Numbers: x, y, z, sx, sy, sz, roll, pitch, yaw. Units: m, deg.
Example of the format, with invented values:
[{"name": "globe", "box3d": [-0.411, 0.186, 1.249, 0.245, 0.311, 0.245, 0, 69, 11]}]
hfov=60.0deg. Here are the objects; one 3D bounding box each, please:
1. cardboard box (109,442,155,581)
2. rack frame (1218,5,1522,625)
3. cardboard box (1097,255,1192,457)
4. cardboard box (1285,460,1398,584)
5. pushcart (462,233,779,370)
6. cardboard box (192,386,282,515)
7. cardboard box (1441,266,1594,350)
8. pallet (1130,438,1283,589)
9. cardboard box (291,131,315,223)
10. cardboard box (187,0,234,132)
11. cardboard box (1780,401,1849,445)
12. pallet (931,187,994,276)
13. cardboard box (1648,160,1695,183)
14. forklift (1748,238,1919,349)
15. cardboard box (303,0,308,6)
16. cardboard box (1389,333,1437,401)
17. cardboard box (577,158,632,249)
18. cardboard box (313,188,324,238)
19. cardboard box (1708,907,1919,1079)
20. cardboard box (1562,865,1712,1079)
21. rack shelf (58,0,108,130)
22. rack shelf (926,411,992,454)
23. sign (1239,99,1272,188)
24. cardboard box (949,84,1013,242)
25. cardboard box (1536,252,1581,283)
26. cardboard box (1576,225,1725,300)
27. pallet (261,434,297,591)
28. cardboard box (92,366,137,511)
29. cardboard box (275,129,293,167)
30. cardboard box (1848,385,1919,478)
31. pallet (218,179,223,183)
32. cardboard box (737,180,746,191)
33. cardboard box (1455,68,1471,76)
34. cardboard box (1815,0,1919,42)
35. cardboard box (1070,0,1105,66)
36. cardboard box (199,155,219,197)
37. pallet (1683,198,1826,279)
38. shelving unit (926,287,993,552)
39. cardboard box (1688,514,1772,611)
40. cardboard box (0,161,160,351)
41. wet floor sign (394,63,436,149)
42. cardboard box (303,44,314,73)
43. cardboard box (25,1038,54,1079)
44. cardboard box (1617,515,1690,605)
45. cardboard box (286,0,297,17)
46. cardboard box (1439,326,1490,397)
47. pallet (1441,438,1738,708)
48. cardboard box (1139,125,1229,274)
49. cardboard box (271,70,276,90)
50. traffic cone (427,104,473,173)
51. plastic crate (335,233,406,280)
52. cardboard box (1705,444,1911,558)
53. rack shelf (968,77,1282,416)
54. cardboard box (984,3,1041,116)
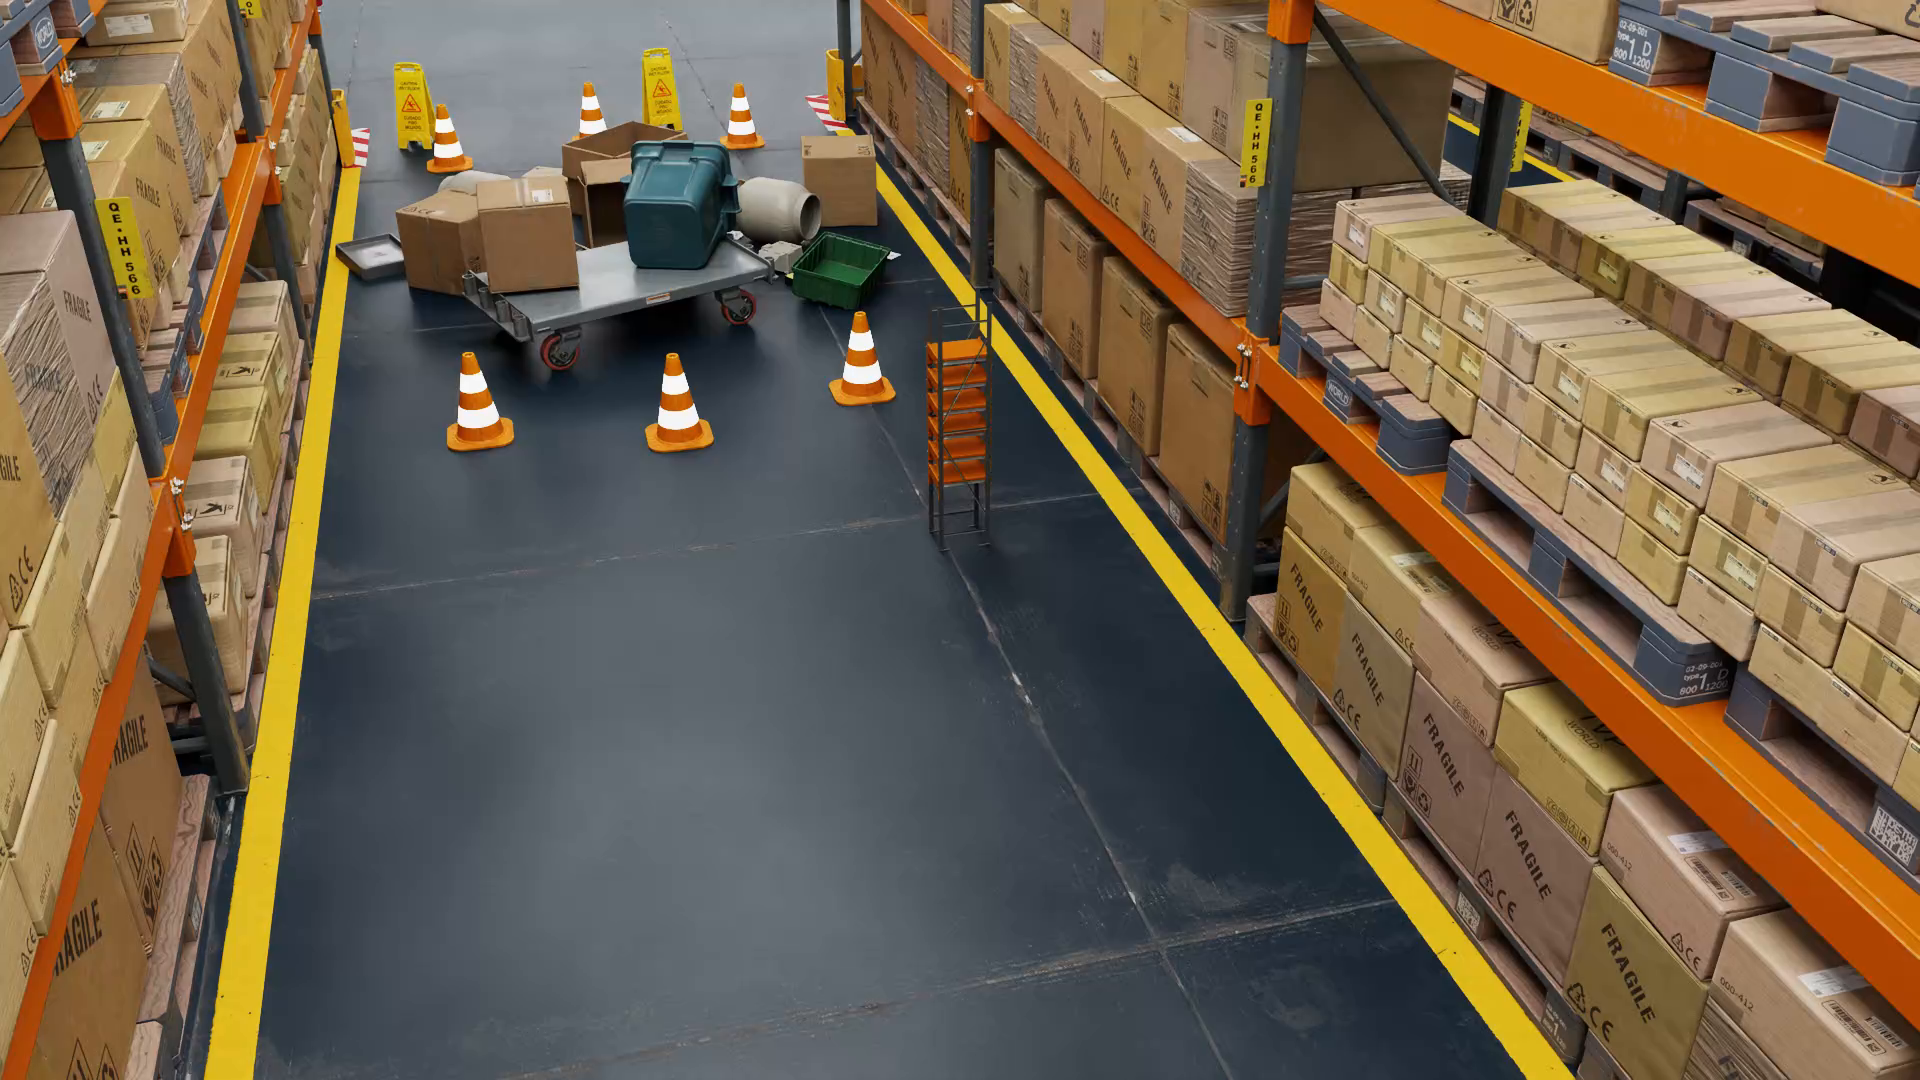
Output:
[{"name": "cardboard box", "box3d": [-2.739, -0.051, 4.993, 0.500, 0.250, 0.500, -9, 31, -15]}, {"name": "rack frame", "box3d": [1.622, -1.033, 6.540, 1.000, 3.000, 0.127, -8, 31, -13]}, {"name": "cardboard box", "box3d": [1.312, -0.969, 8.255, 1.050, 0.750, 0.750, -7, 31, -13]}, {"name": "cardboard box", "box3d": [1.572, -0.092, 6.242, 0.500, 0.250, 0.500, -9, 31, -16]}, {"name": "pushcart", "box3d": [-2.000, -1.450, 9.878, 1.648, 0.377, 0.936, -20, 35, -30]}, {"name": "cardboard box", "box3d": [-3.663, -0.367, 7.593, 0.950, 0.372, 0.625, -7, 31, -12]}, {"name": "cardboard box", "box3d": [1.763, -0.738, 5.268, 0.380, 0.149, 0.250, -9, 31, -15]}, {"name": "pallet", "box3d": [1.486, -0.216, 7.913, 1.003, 0.211, 1.213, -8, 31, -13]}, {"name": "cardboard box", "box3d": [-4.235, -2.152, 10.050, 0.500, 0.500, 0.500, -7, 31, -11]}, {"name": "cardboard box", "box3d": [-3.709, -2.179, 7.705, 0.500, 0.500, 0.500, -8, 31, -13]}, {"name": "cardboard box", "box3d": [2.606, -0.309, 4.824, 0.380, 0.149, 0.250, -8, 31, -14]}, {"name": "pallet", "box3d": [0.434, -2.135, 11.228, 1.003, 0.211, 1.213, -8, 31, -13]}, {"name": "cardboard box", "box3d": [5.302, -2.874, 11.796, 0.500, 0.500, 0.500, -9, 31, -15]}, {"name": "forklift", "box3d": [4.055, -1.303, 7.076, 1.130, 2.935, 3.031, -5, 30, -8]}, {"name": "cardboard box", "box3d": [-4.767, -3.821, 11.608, 0.380, 0.149, 0.250, -8, 31, -14]}, {"name": "cardboard box", "box3d": [1.689, -0.603, 5.629, 0.380, 0.149, 0.250, -6, 31, -11]}, {"name": "cardboard box", "box3d": [-2.084, -2.205, 10.922, 0.797, 0.637, 0.503, -8, 31, -13]}, {"name": "cardboard box", "box3d": [-4.377, -2.082, 10.679, 0.500, 0.250, 0.500, -8, 31, -14]}, {"name": "cardboard box", "box3d": [2.242, 1.149, 4.098, 0.500, 0.250, 0.500, -9, 31, -15]}, {"name": "cardboard box", "box3d": [2.109, 1.228, 4.711, 0.500, 0.500, 0.500, -9, 31, -14]}, {"name": "rack shelf", "box3d": [-3.654, -2.278, 6.416, 1.077, 0.370, 4.000, -8, 31, -13]}, {"name": "rack shelf", "box3d": [-0.004, -0.488, 7.484, 0.258, 0.103, 0.180, -8, 31, -13]}, {"name": "sign", "box3d": [1.088, -1.458, 6.119, 0.100, 0.325, 0.005, -8, 31, -13]}, {"name": "cardboard box", "box3d": [0.461, -2.540, 10.845, 0.875, 0.875, 0.875, -7, 31, -13]}, {"name": "cardboard box", "box3d": [2.265, -0.928, 5.893, 0.380, 0.149, 0.250, -7, 31, -11]}, {"name": "cardboard box", "box3d": [2.328, -0.939, 5.616, 0.380, 0.149, 0.250, -7, 31, -12]}, {"name": "pallet", "box3d": [-3.650, -0.084, 7.685, 1.003, 0.211, 1.213, -8, 31, -13]}, {"name": "cardboard box", "box3d": [-2.750, -0.277, 4.885, 0.500, 0.250, 0.500, -8, 31, -13]}, {"name": "cardboard box", "box3d": [-4.057, -2.244, 9.562, 0.380, 0.149, 0.250, -7, 31, -13]}, {"name": "cardboard box", "box3d": [2.679, -0.307, 4.524, 0.380, 0.149, 0.250, -7, 31, -11]}, {"name": "pallet", "box3d": [-4.123, -1.786, 8.033, 1.003, 0.211, 1.213, -8, 31, -13]}, {"name": "cardboard box", "box3d": [-1.672, -2.366, 11.573, 0.396, 0.266, 0.258, -3, 30, -5]}, {"name": "cardboard box", "box3d": [4.457, -4.303, 14.266, 0.500, 0.500, 0.500, -2, 30, -4]}, {"name": "cardboard box", "box3d": [2.400, -1.389, 3.639, 0.797, 0.503, 0.637, -8, 31, -14]}, {"name": "cardboard box", "box3d": [0.970, -2.709, 8.338, 0.700, 0.500, 0.500, -8, 31, -13]}, {"name": "cardboard box", "box3d": [-3.526, -1.624, 7.393, 0.380, 0.149, 0.250, -8, 31, -13]}, {"name": "pallet", "box3d": [5.577, -1.992, 10.982, 1.003, 0.211, 1.213, -8, 31, -13]}, {"name": "shelving unit", "box3d": [-0.004, -0.526, 7.462, 0.258, 1.200, 0.189, -8, 31, -13]}, {"name": "cardboard box", "box3d": [2.109, 0.027, 4.244, 0.380, 0.149, 0.250, -9, 31, -16]}, {"name": "cardboard box", "box3d": [-3.020, -0.927, 5.542, 0.500, 0.500, 0.500, -9, 31, -15]}, {"name": "wet floor sign", "box3d": [-4.266, -3.404, 12.988, 0.267, 0.644, 0.232, 2, 30, 4]}, {"name": "cardboard box", "box3d": [-4.621, -3.266, 11.327, 0.380, 0.149, 0.250, -7, 31, -12]}, {"name": "cardboard box", "box3d": [-2.551, 1.620, 3.658, 0.875, 0.875, 0.875, -7, 31, -12]}, {"name": "cardboard box", "box3d": [2.039, 0.032, 4.532, 0.380, 0.149, 0.250, -7, 31, -11]}, {"name": "cardboard box", "box3d": [-4.579, -3.651, 10.667, 0.500, 0.500, 0.500, -8, 31, -13]}, {"name": "cardboard box", "box3d": [1.772, -0.593, 5.315, 0.380, 0.149, 0.250, -8, 31, -13]}, {"name": "pallet", "box3d": [2.187, 0.001, 4.945, 1.003, 0.211, 1.213, -8, 31, -13]}, {"name": "cardboard box", "box3d": [1.113, -1.499, 7.245, 0.500, 0.500, 0.500, -8, 31, -13]}, {"name": "cardboard box", "box3d": [-4.209, -2.707, 9.683, 0.380, 0.149, 0.250, -7, 31, -12]}, {"name": "traffic cone", "box3d": [-3.889, -3.055, 12.567, 0.336, 0.463, 0.334, -8, 31, -13]}, {"name": "plastic crate", "box3d": [-3.811, -1.861, 10.886, 0.402, 0.080, 0.583, -20, 35, -30]}, {"name": "cardboard box", "box3d": [2.119, -0.100, 4.166, 0.380, 0.149, 0.250, -9, 31, -15]}, {"name": "rack shelf", "box3d": [1.091, -1.687, 8.389, 1.077, 0.370, 4.000, -8, 31, -13]}, {"name": "cardboard box", "box3d": [0.441, -2.718, 9.352, 0.500, 0.500, 0.500, -8, 31, -13]}]
